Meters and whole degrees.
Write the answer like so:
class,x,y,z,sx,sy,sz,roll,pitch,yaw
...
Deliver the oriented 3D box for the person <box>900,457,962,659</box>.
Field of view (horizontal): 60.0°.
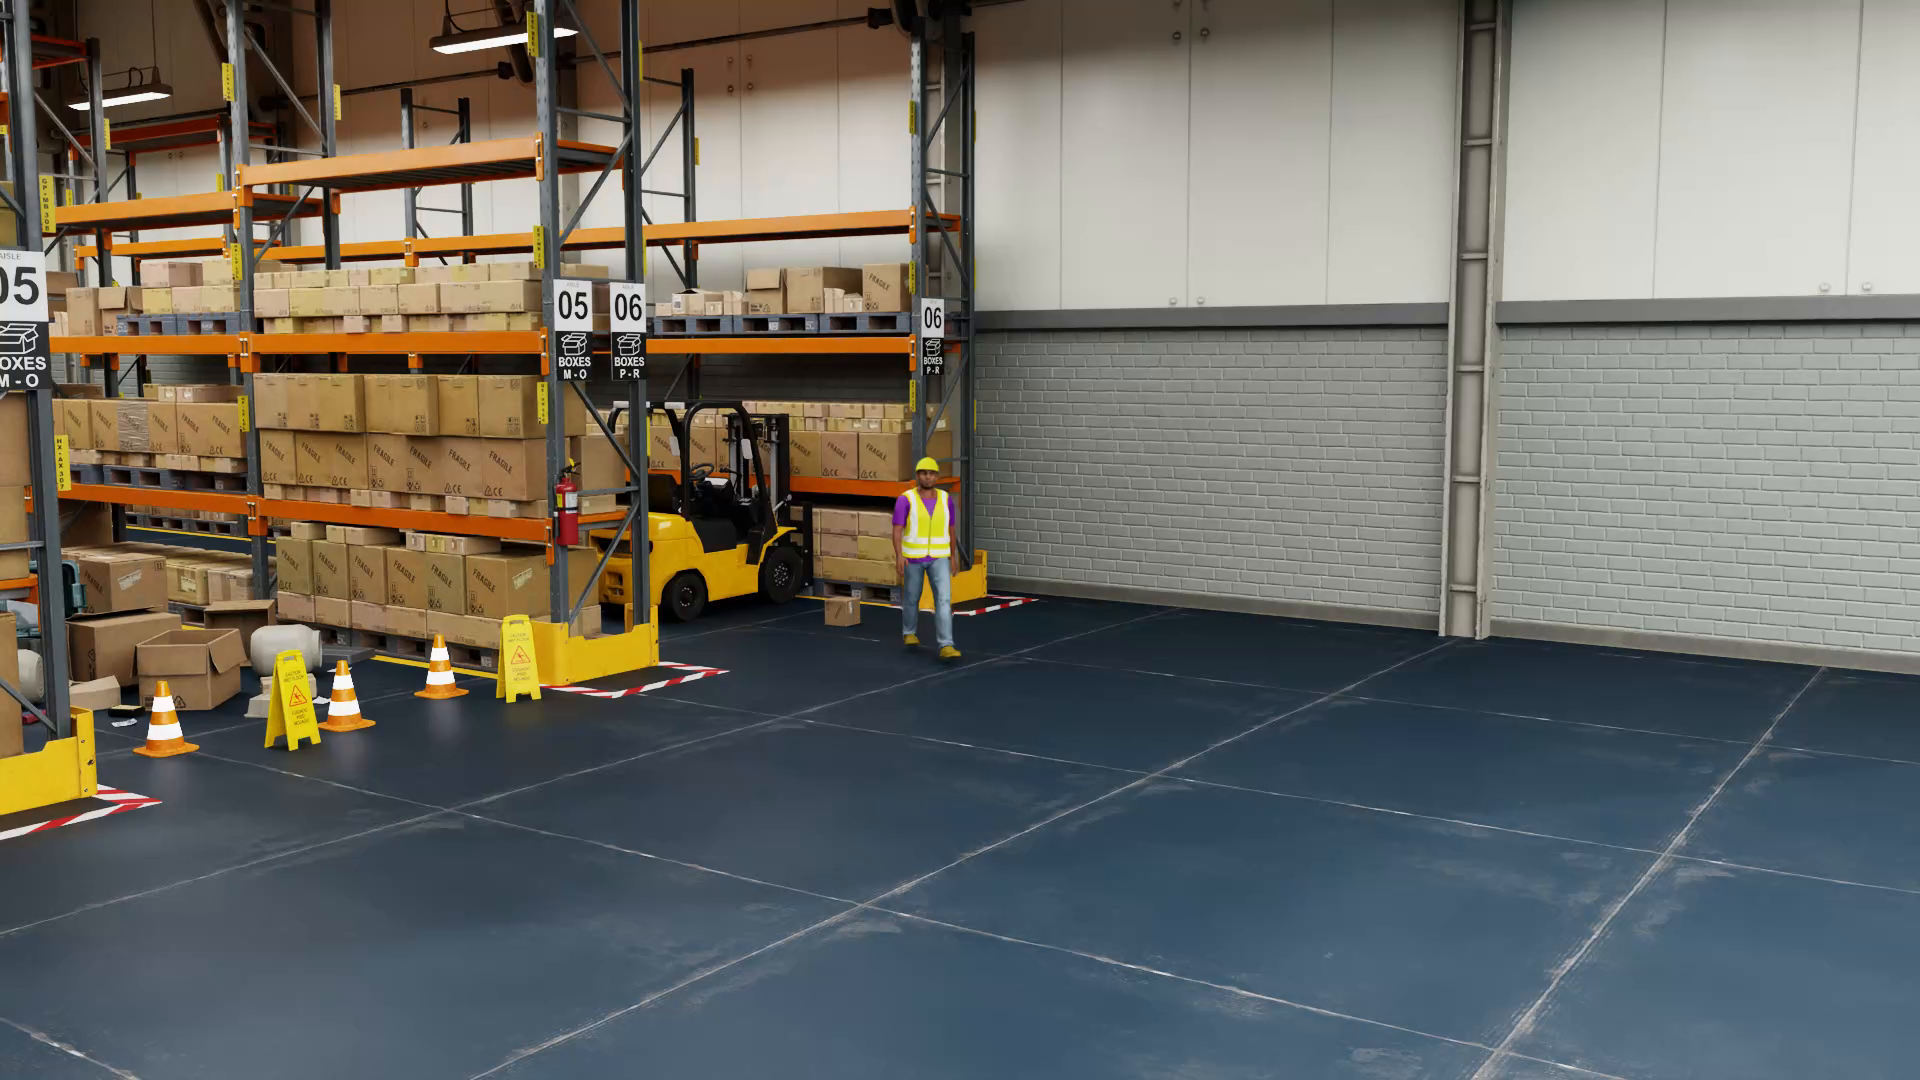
class,x,y,z,sx,sy,sz,roll,pitch,yaw
person,-0.281,0.145,14.334,0.437,1.710,1.066,-1,6,-10
